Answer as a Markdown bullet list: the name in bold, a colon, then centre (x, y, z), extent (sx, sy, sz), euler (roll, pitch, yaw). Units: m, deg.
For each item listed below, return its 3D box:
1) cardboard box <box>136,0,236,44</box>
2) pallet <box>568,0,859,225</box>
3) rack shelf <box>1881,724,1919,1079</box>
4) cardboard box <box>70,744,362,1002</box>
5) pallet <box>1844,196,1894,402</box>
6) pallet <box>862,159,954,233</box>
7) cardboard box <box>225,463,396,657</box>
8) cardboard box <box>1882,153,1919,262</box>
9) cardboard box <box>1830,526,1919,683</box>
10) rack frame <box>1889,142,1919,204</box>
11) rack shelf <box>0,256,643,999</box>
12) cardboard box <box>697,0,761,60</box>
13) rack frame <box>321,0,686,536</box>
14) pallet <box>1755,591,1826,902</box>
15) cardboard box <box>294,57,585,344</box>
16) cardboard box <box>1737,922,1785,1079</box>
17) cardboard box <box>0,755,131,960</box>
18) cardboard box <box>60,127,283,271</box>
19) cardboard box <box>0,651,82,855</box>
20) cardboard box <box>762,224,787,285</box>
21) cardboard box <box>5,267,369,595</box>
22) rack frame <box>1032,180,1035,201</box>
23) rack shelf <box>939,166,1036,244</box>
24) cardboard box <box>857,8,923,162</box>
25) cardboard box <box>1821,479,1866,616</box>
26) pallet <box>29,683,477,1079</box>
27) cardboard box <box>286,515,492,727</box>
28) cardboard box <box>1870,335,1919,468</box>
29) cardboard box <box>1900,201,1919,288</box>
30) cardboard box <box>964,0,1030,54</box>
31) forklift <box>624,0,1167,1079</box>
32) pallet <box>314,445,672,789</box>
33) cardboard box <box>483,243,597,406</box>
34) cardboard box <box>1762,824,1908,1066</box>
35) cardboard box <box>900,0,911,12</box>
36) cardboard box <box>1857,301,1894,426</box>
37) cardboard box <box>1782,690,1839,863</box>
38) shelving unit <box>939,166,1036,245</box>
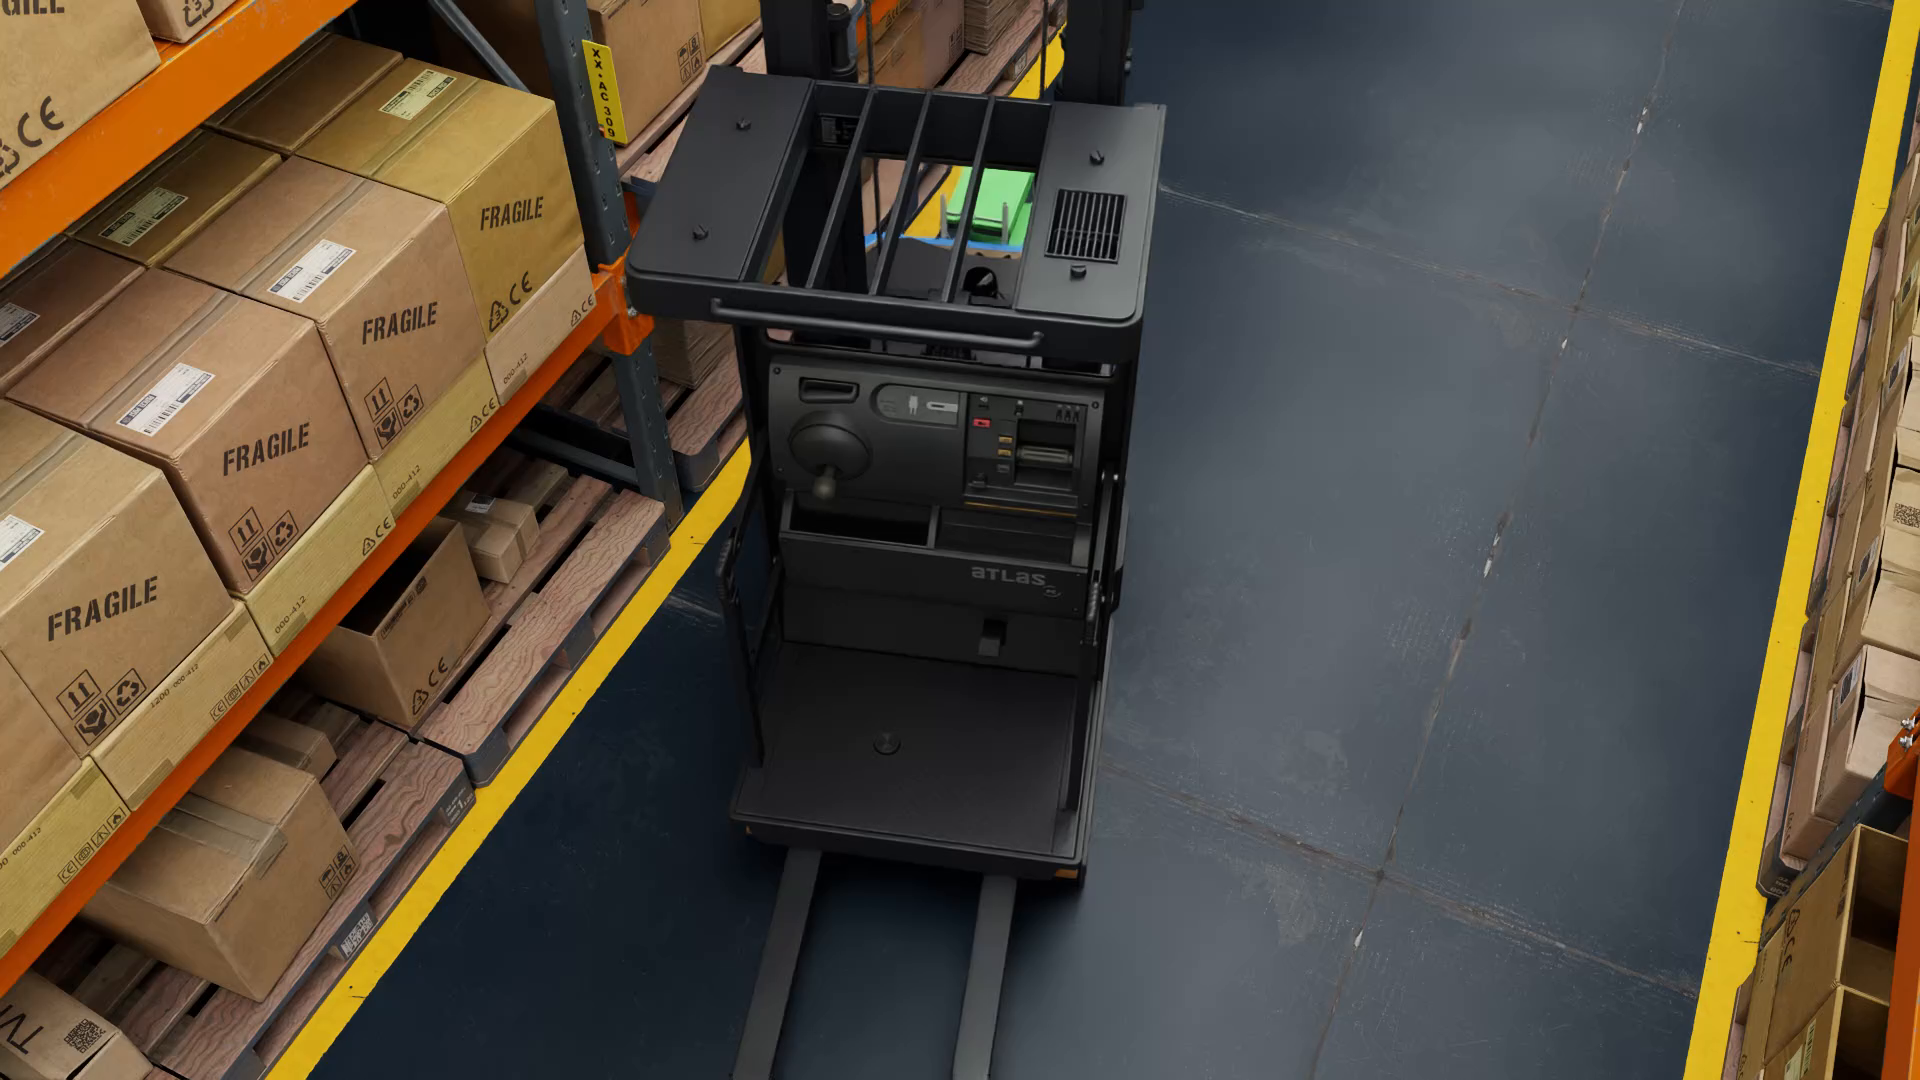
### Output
- **cardboard box**: centre (-1.743, -1.424, 3.444), extent (0.500, 0.500, 0.500), euler (16, 51, 13)
- **pallet**: centre (-1.065, -1.602, 5.770), extent (1.003, 0.211, 1.213), euler (20, 52, 16)
- **rack shelf**: centre (2.103, 2.034, 3.022), extent (1.077, 0.370, 4.000), euler (20, 52, 16)
- **cardboard box**: centre (-2.253, 0.908, 4.860), extent (0.700, 0.500, 0.500), euler (17, 52, 14)
- **pallet**: centre (4.279, -0.873, 6.854), extent (1.003, 0.211, 1.213), euler (20, 52, 16)
- **pallet**: centre (-0.672, -1.661, 7.525), extent (1.003, 0.211, 1.213), euler (20, 52, 16)
- **cardboard box**: centre (-1.873, -0.027, 4.388), extent (0.500, 0.250, 0.500), euler (20, 52, 16)
- **cardboard box**: centre (4.177, -1.310, 6.925), extent (0.500, 0.250, 0.500), euler (20, 52, 16)
- **cardboard box**: centre (3.087, 0.265, 5.217), extent (0.500, 0.311, 0.500), euler (21, 53, 17)
- **rack frame**: centre (4.666, -2.331, 6.263), extent (1.000, 3.000, 0.127), euler (20, 52, 16)
- **rack shelf**: centre (-2.378, 0.425, 4.391), extent (1.077, 0.370, 4.000), euler (20, 52, 16)
- **cardboard box**: centre (-1.030, -2.082, 5.698), extent (0.700, 0.500, 0.500), euler (25, 54, 20)
- **rack frame**: centre (-1.524, -1.185, 5.289), extent (1.000, 3.000, 0.127), euler (20, 52, 16)
- **pallet**: centre (3.236, 0.807, 5.424), extent (1.003, 0.211, 1.213), euler (20, 52, 16)
- **cardboard box**: centre (-1.446, -0.960, 4.690), extent (0.500, 0.500, 0.500), euler (20, 52, 16)
- **cardboard box**: centre (2.485, 1.400, 4.619), extent (0.500, 0.250, 0.500), euler (20, 52, 16)
- **cardboard box**: centre (-2.305, 0.667, 3.798), extent (0.500, 0.250, 0.500), euler (19, 52, 16)
- **cardboard box**: centre (-2.138, -0.776, 4.533), extent (0.500, 0.500, 0.500), euler (20, 52, 16)
- **cardboard box**: centre (-2.310, 0.446, 3.494), extent (0.500, 0.500, 0.500), euler (18, 52, 15)
- **cardboard box**: centre (-1.049, -1.402, 6.826), extent (0.700, 0.500, 0.500), euler (19, 52, 15)
- **cardboard box**: centre (-1.879, -0.271, 4.104), extent (0.500, 0.500, 0.500), euler (18, 52, 15)
- **rack frame**: centre (0.175, -1.139, 6.432), extent (0.240, 1.200, 0.015), euler (11, 51, 10)
- **rack shelf**: centre (0.113, -1.229, 5.962), extent (0.258, 0.148, 0.480), euler (11, 51, 10)
- **cardboard box**: centre (-0.587, -2.091, 7.412), extent (0.700, 0.500, 0.500), euler (20, 52, 16)
- **cardboard box**: centre (3.308, 0.099, 5.726), extent (0.500, 0.250, 0.500), euler (21, 53, 17)
- **pallet**: centre (-2.298, 1.035, 5.230), extent (1.003, 0.211, 1.213), euler (20, 52, 16)
- **cardboard box**: centre (-1.931, 0.210, 5.454), extent (0.500, 0.500, 0.500), euler (16, 52, 13)
- **cardboard box**: centre (3.521, -0.423, 5.802), extent (0.500, 0.311, 0.500), euler (19, 52, 16)
- **cardboard box**: centre (3.960, -1.128, 6.401), extent (0.500, 0.311, 0.500), euler (19, 52, 15)
- **cardboard box**: centre (-0.075, -2.759, 7.981), extent (0.700, 0.500, 0.500), euler (20, 53, 17)
- **forklift**: centre (-0.103, -0.170, 4.470), extent (1.130, 2.935, 3.031), euler (7, 50, 6)
- **pallet**: centre (-1.778, 0.192, 5.948), extent (1.003, 0.211, 1.213), euler (20, 52, 16)
- **cardboard box**: centre (-1.452, -0.718, 4.977), extent (0.500, 0.250, 0.500), euler (20, 52, 16)
- **cardboard box**: centre (2.476, 1.153, 4.336), extent (0.500, 0.500, 0.500), euler (20, 52, 16)
- **cardboard box**: centre (-0.375, -2.630, 7.379), extent (0.500, 0.250, 0.500), euler (21, 53, 17)
- **cardboard box**: centre (3.746, -0.604, 6.324), extent (0.500, 0.250, 0.500), euler (19, 52, 15)
- **cardboard box**: centre (2.872, 0.799, 5.130), extent (0.500, 0.250, 0.500), euler (19, 52, 16)
- **shelving unit**: centre (0.113, -0.960, 6.279), extent (0.258, 1.200, 0.503), euler (11, 51, 10)
